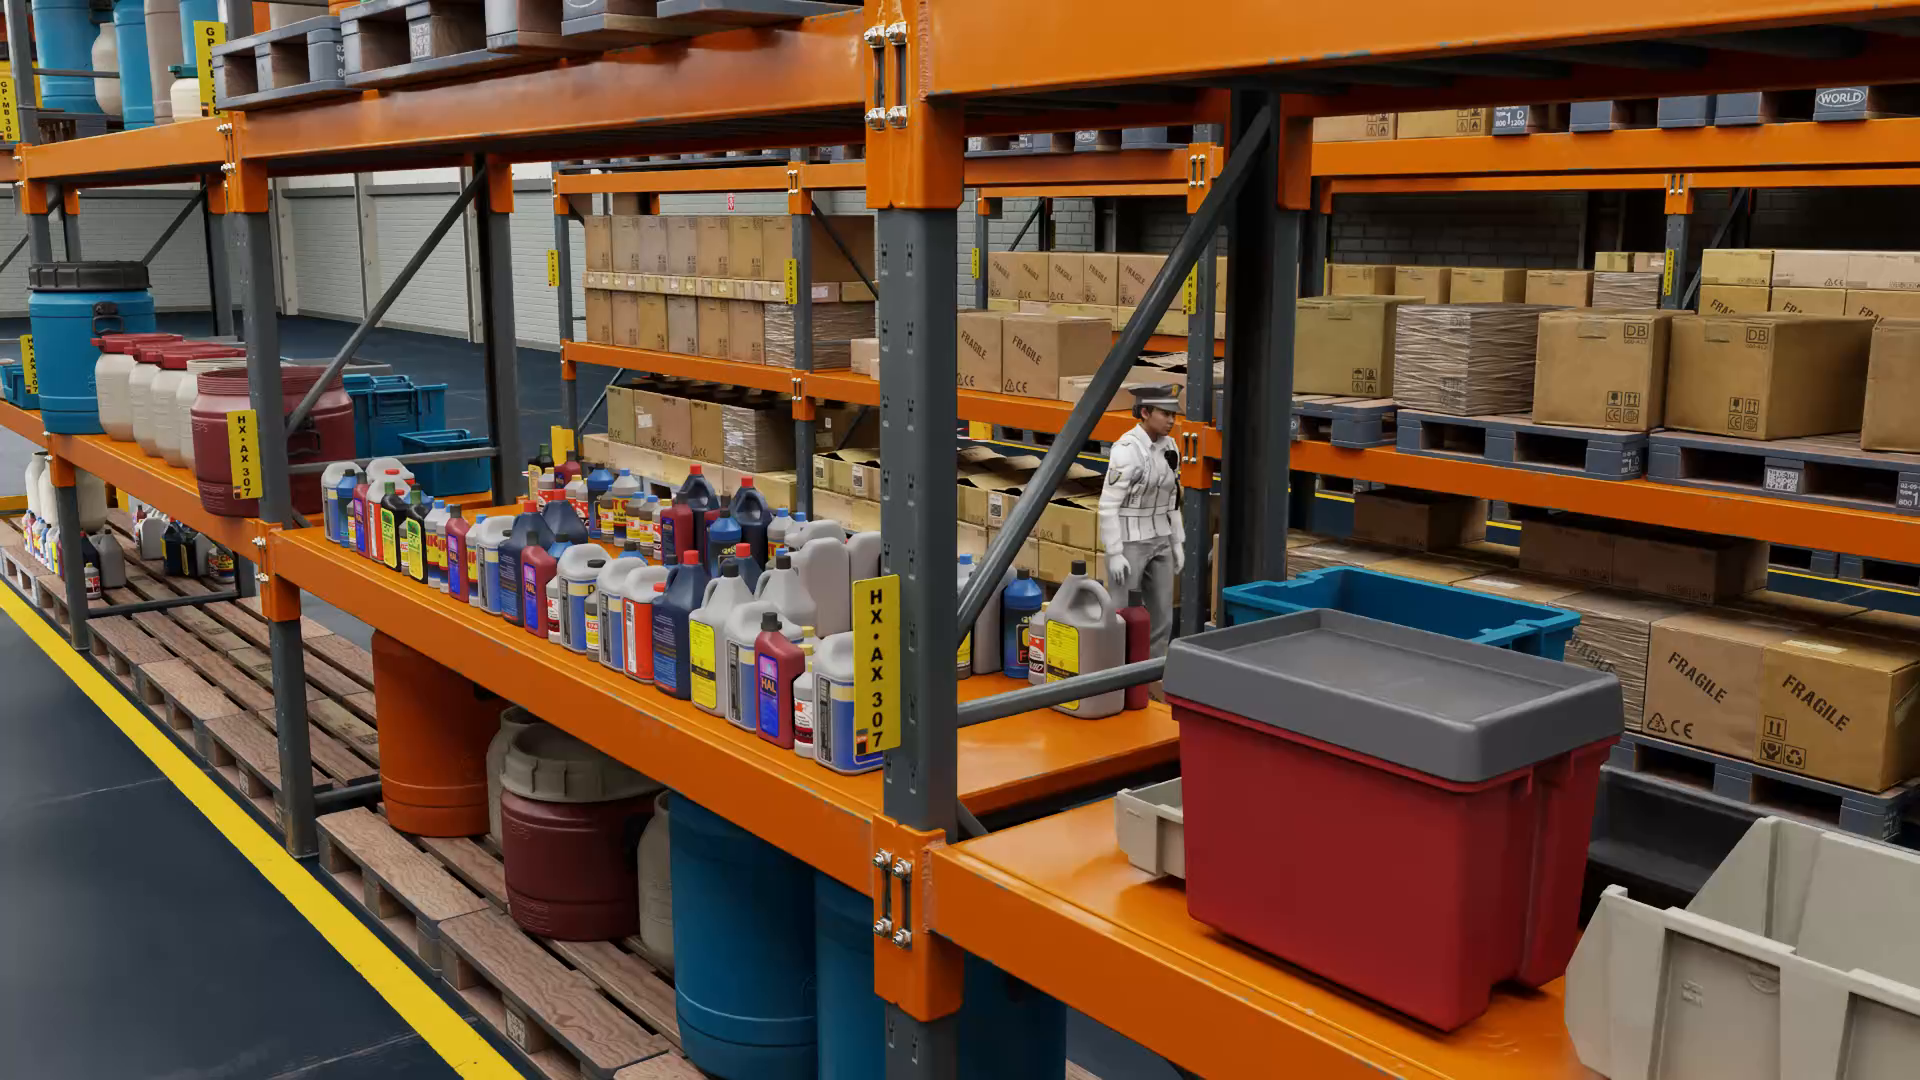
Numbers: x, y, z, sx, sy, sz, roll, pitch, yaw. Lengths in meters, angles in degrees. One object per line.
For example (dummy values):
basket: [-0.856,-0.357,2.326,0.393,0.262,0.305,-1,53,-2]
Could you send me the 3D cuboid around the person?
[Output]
person: [0.908,0.055,8.135,0.546,1.667,0.407,-10,15,-40]
